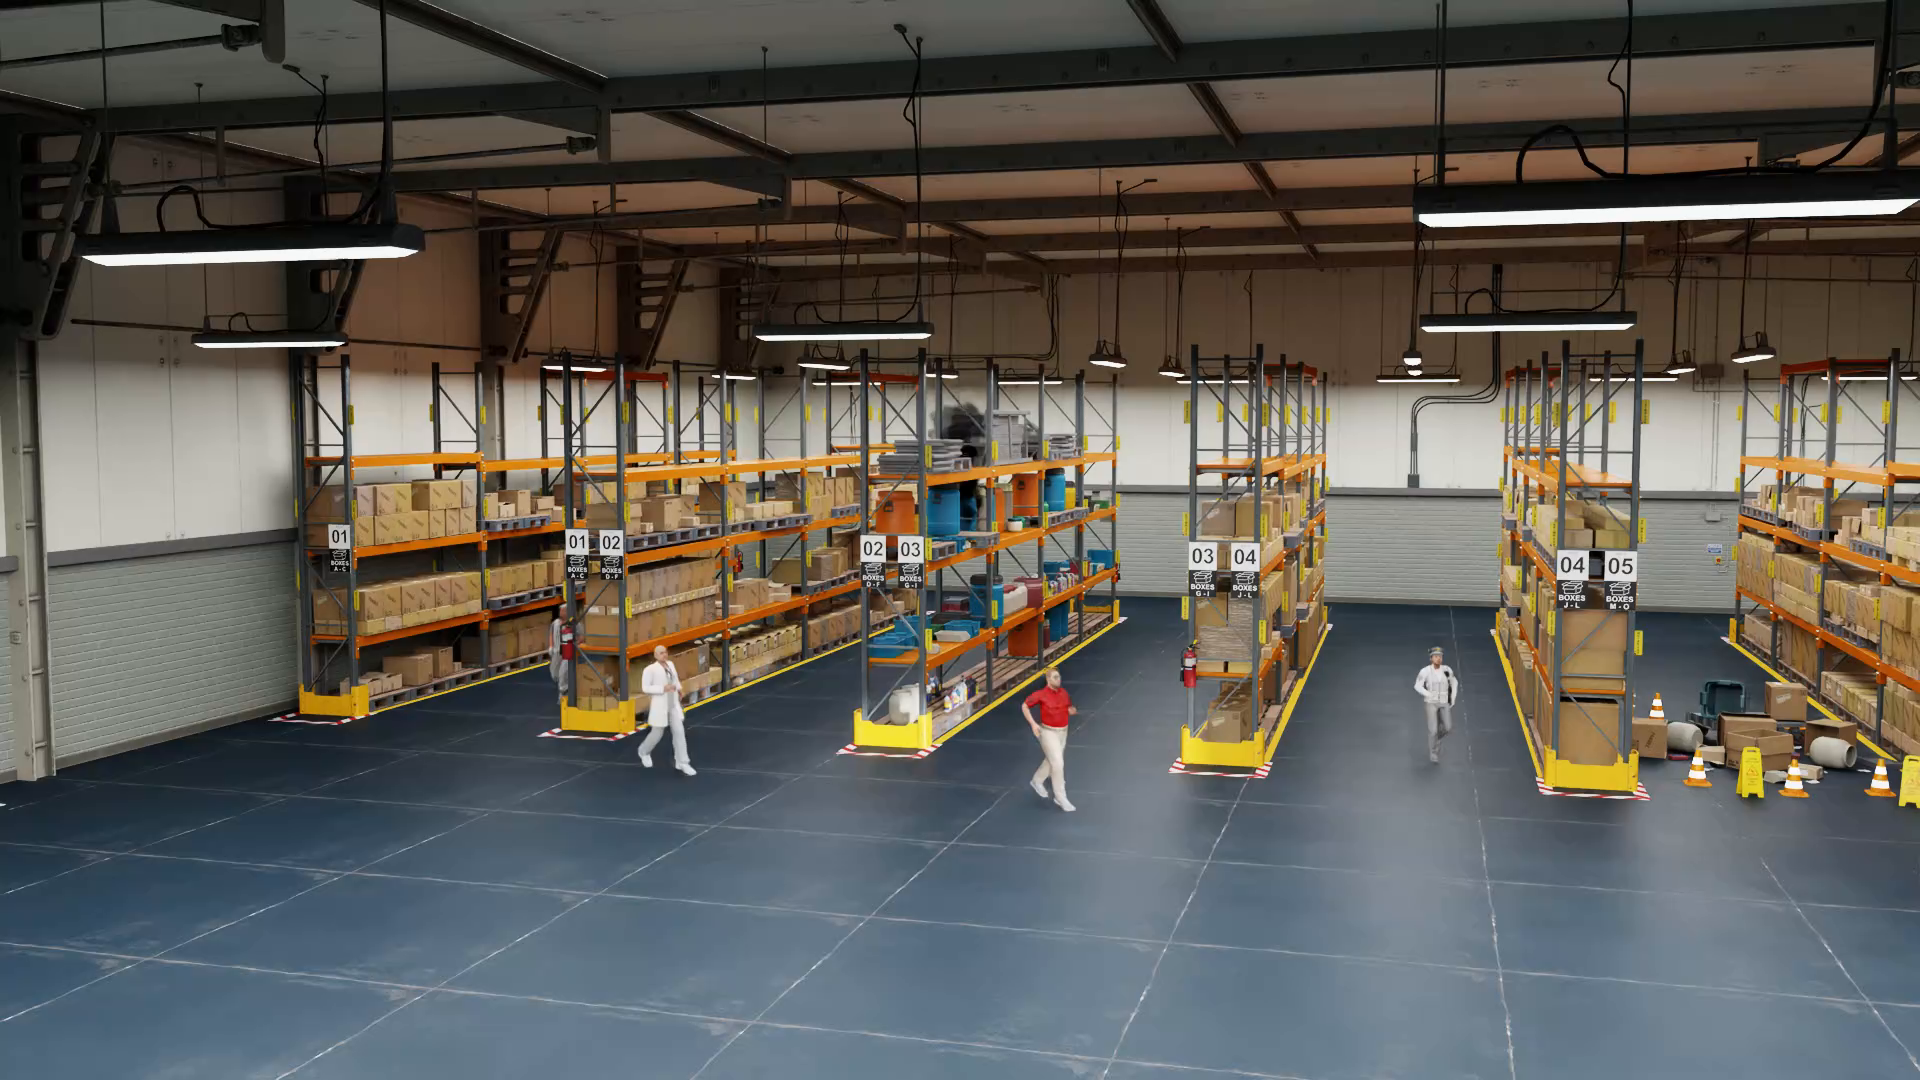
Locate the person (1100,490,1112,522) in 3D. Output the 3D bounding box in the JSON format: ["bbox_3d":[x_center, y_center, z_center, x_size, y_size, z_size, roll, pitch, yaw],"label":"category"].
[{"bbox_3d":[7.631,1.357,27.502,4.558,3.206,27.198,-2,5,-26],"label":"person"}]

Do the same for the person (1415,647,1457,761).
[{"bbox_3d":[6.899,2.371,24.098,0.617,1.664,0.552,0,4,0],"label":"person"}]

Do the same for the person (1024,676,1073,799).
[{"bbox_3d":[1.160,2.498,21.358,0.623,1.551,0.738,-4,6,-45],"label":"person"}]

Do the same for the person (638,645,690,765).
[{"bbox_3d":[-4.145,2.299,23.301,0.730,1.663,0.927,-4,6,-43],"label":"person"}]

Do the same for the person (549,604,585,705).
[{"bbox_3d":[-6.880,1.972,29.035,0.659,1.729,0.720,1,4,15],"label":"person"}]
